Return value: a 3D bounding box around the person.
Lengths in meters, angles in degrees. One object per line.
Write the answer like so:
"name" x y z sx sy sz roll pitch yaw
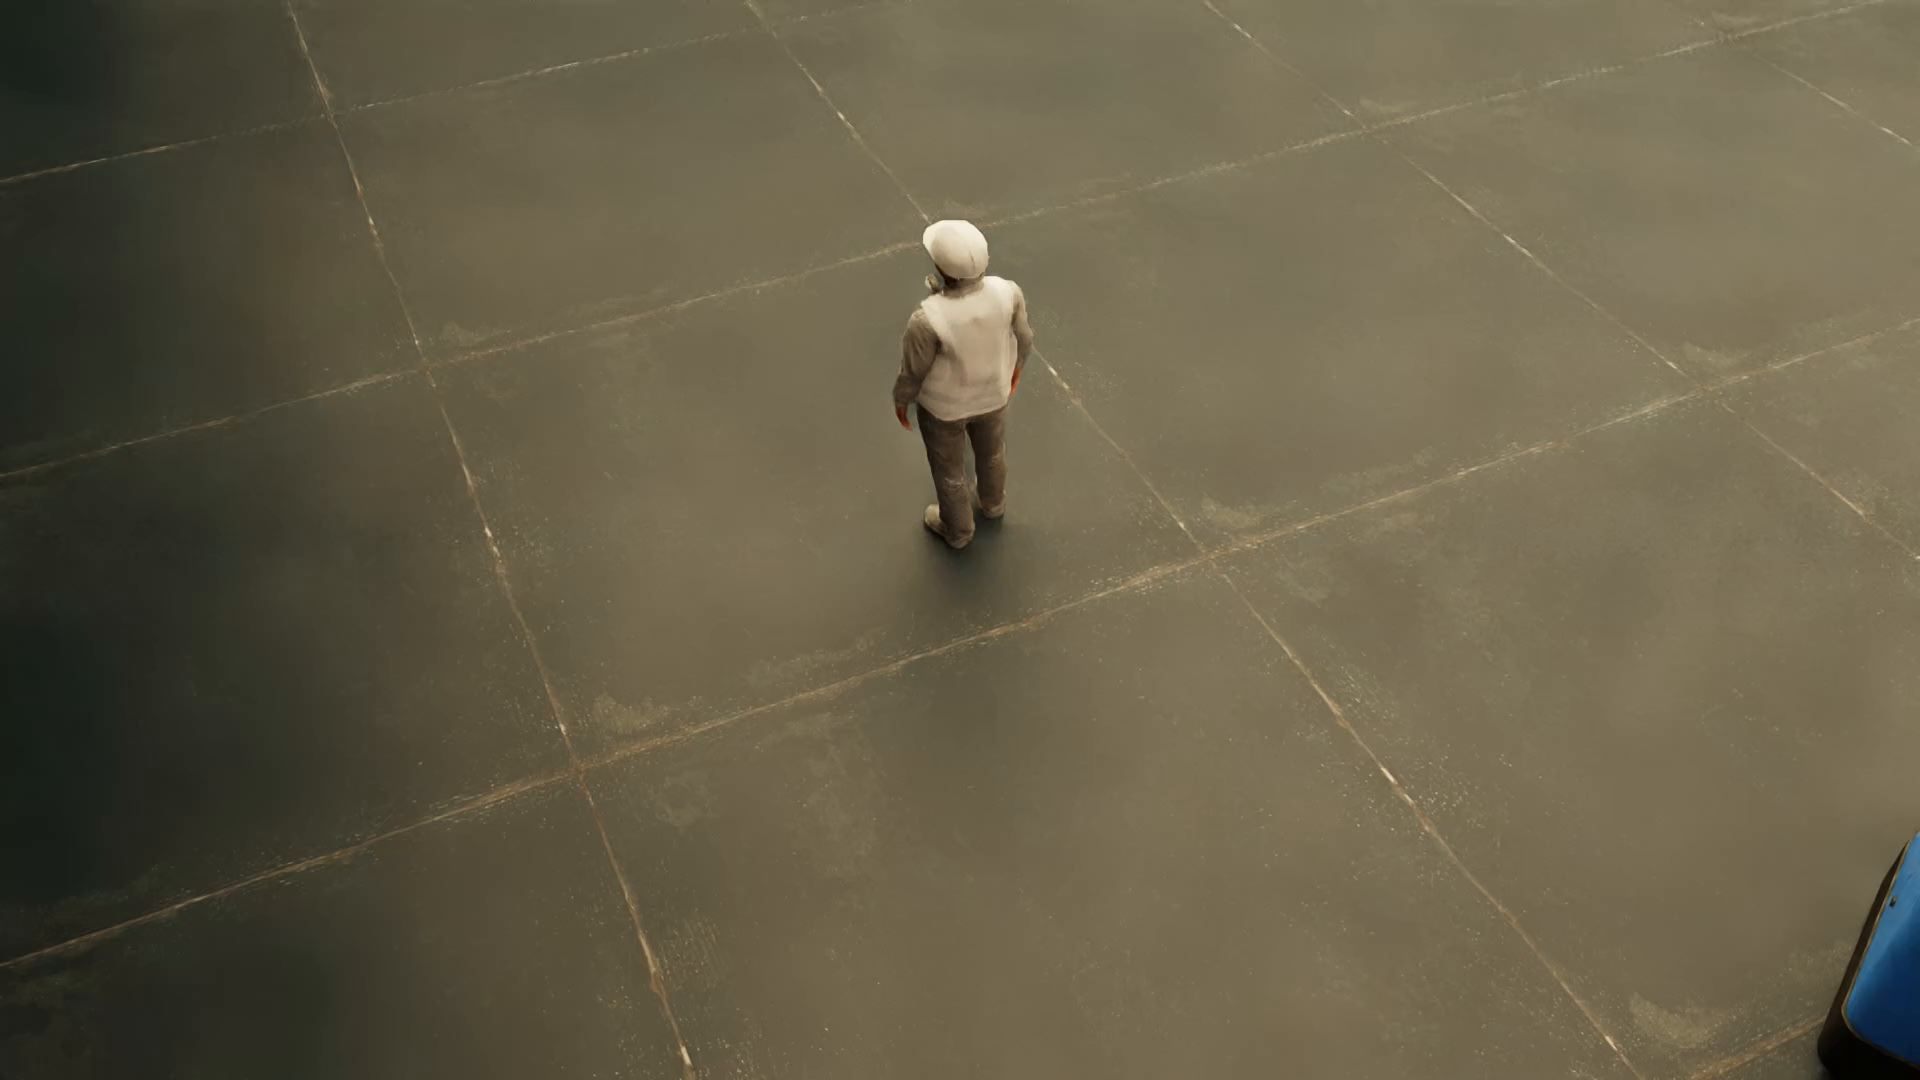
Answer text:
"person" -0.019 -0.695 7.262 0.632 1.773 0.567 -18 46 -18

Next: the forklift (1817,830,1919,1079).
"forklift" 4.480 1.125 4.475 3.031 2.935 1.130 27 49 26
